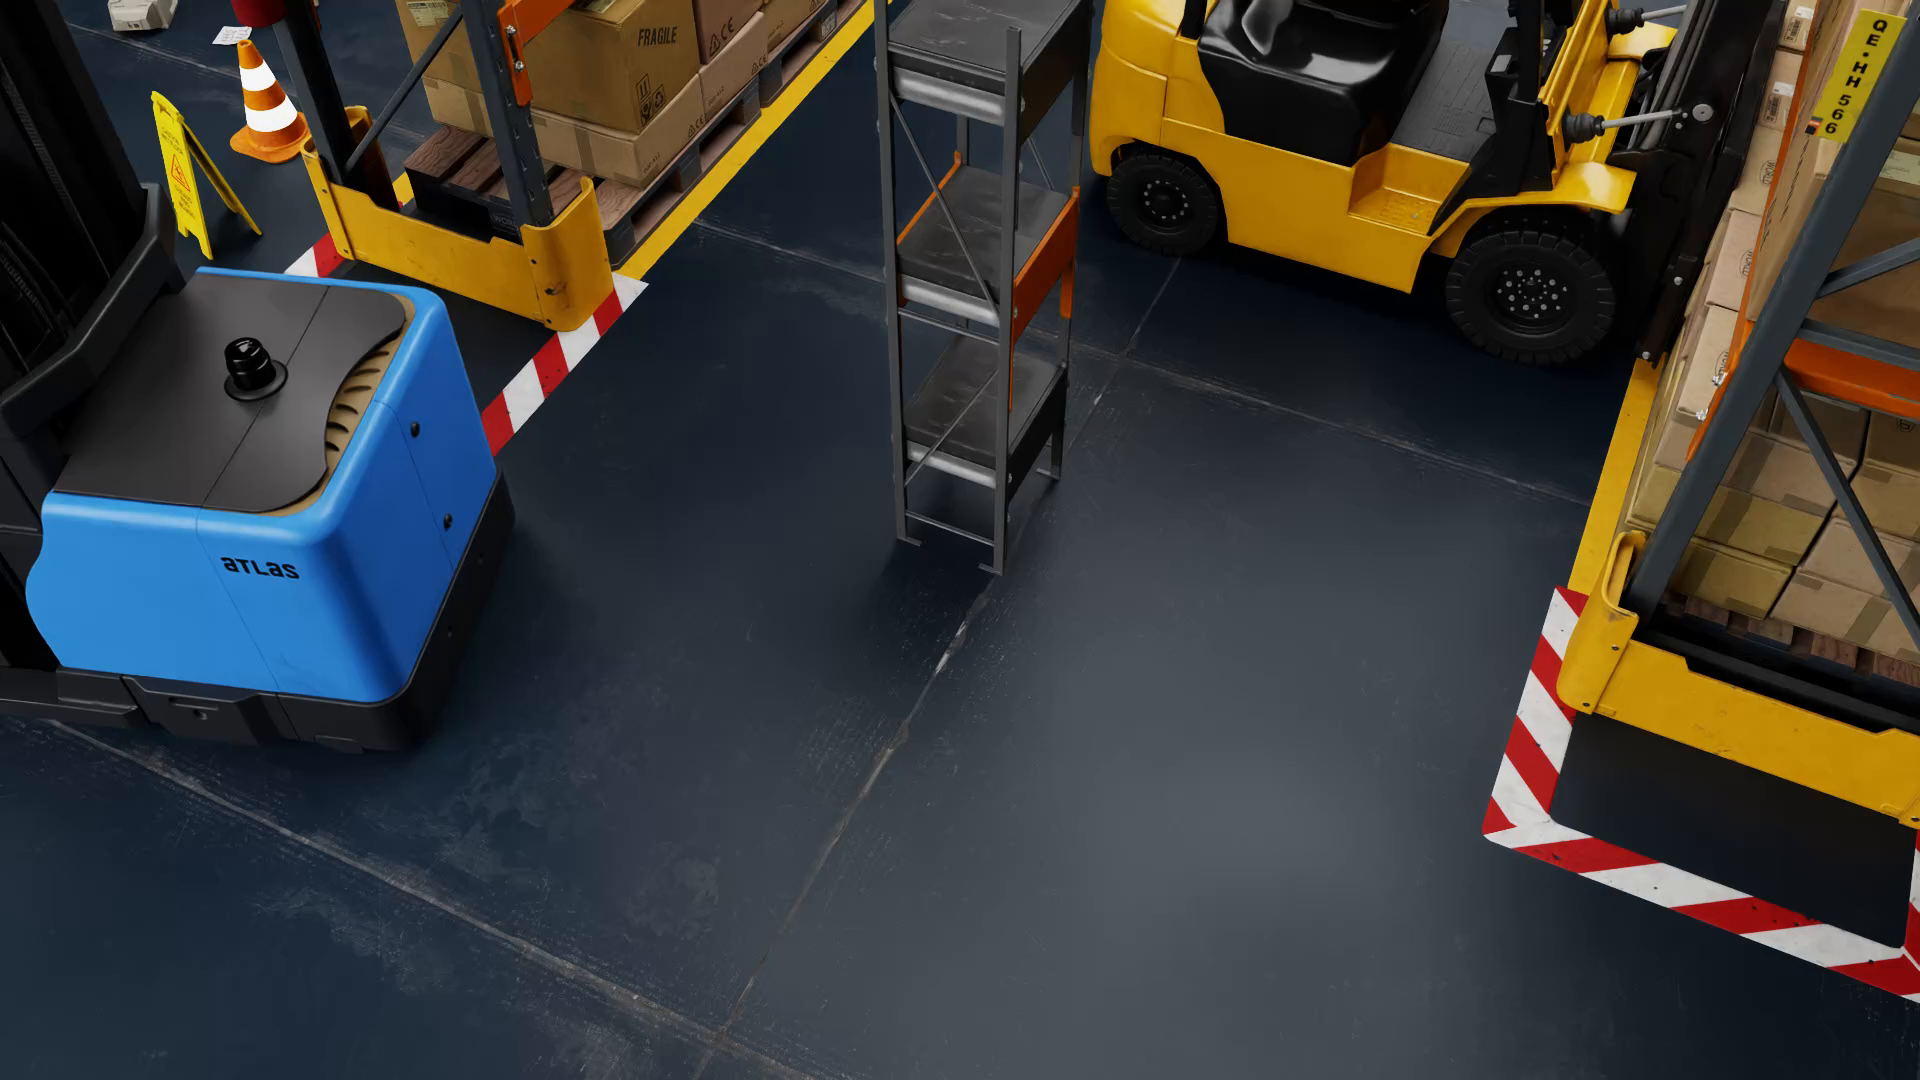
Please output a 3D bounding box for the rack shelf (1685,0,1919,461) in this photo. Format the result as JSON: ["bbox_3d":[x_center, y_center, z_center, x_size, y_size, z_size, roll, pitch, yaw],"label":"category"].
[{"bbox_3d":[3.358,-1.547,5.570,1.077,0.370,4.000,20,52,16],"label":"rack shelf"}]

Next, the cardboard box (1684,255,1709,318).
[{"bbox_3d":[2.855,-0.952,5.792,0.500,0.250,0.500,19,52,15],"label":"cardboard box"}]

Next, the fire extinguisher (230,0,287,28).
[{"bbox_3d":[-2.451,-2.062,5.586,0.296,0.674,0.183,20,52,16],"label":"fire extinguisher"}]

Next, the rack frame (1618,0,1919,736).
[{"bbox_3d":[2.504,-0.403,4.124,1.000,3.000,0.127,20,52,16],"label":"rack frame"}]

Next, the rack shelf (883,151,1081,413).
[{"bbox_3d":[0.071,-0.786,5.058,0.431,0.518,0.480,20,52,16],"label":"rack shelf"}]

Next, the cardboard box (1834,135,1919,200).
[{"bbox_3d":[2.399,-0.976,4.119,0.380,0.149,0.250,21,53,17],"label":"cardboard box"}]

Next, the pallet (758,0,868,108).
[{"bbox_3d":[-1.052,-2.550,7.781,1.003,0.211,1.213,20,52,16],"label":"pallet"}]

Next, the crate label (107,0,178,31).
[{"bbox_3d":[-3.837,-2.493,7.781,0.250,0.136,0.298,-4,50,-3],"label":"crate label"}]

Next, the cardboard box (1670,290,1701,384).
[{"bbox_3d":[2.653,-0.589,5.483,0.500,0.250,0.500,19,52,16],"label":"cardboard box"}]

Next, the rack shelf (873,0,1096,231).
[{"bbox_3d":[0.071,-1.239,4.525,0.431,0.518,0.480,20,52,16],"label":"rack shelf"}]

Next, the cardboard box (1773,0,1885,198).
[{"bbox_3d":[2.707,-1.214,4.748,0.500,0.500,0.500,21,53,17],"label":"cardboard box"}]

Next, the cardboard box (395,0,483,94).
[{"bbox_3d":[-1.879,-2.140,6.639,0.500,0.500,0.500,20,53,16],"label":"cardboard box"}]

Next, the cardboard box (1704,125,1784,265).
[{"bbox_3d":[2.838,-1.095,5.586,0.500,0.250,0.500,20,53,17],"label":"cardboard box"}]

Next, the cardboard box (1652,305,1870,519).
[{"bbox_3d":[2.419,-0.391,4.986,0.500,0.250,0.500,21,53,17],"label":"cardboard box"}]

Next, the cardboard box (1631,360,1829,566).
[{"bbox_3d":[2.429,-0.247,5.192,0.500,0.250,0.500,19,52,16],"label":"cardboard box"}]

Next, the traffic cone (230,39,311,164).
[{"bbox_3d":[-2.968,-1.910,7.071,0.336,0.463,0.334,20,52,16],"label":"traffic cone"}]

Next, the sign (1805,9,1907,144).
[{"bbox_3d":[2.019,-1.042,3.751,0.100,0.325,0.005,20,52,16],"label":"sign"}]

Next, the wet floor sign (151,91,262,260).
[{"bbox_3d":[-3.034,-1.470,6.577,0.232,0.644,0.267,-37,59,-27],"label":"wet floor sign"}]

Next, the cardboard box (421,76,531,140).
[{"bbox_3d":[-1.873,-1.922,6.945,0.500,0.250,0.500,20,52,16],"label":"cardboard box"}]

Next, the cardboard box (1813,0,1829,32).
[{"bbox_3d":[3.130,-1.917,5.346,0.500,0.500,0.500,20,53,16],"label":"cardboard box"}]

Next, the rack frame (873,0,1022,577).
[{"bbox_3d":[-0.034,-0.626,4.904,0.400,2.100,0.015,20,52,16],"label":"rack frame"}]

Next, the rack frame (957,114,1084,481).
[{"bbox_3d":[0.175,-0.962,5.190,0.400,2.100,0.015,20,52,16],"label":"rack frame"}]

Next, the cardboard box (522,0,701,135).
[{"bbox_3d":[-1.381,-1.986,6.508,0.500,0.500,0.500,18,52,15],"label":"cardboard box"}]

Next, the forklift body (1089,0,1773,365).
[{"bbox_3d":[1.664,-2.028,6.063,2.313,2.155,1.214,20,52,16],"label":"forklift body"}]

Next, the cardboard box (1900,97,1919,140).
[{"bbox_3d":[2.466,-1.058,3.994,0.380,0.149,0.250,20,52,16],"label":"cardboard box"}]

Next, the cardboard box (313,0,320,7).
[{"bbox_3d":[-3.252,-2.651,7.908,0.250,0.149,0.380,-28,55,-22],"label":"cardboard box"}]

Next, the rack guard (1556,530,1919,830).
[{"bbox_3d":[2.494,0.423,5.062,1.175,0.500,0.348,20,52,16],"label":"rack guard"}]

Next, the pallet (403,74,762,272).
[{"bbox_3d":[-1.574,-1.712,7.069,1.003,0.211,1.213,20,52,16],"label":"pallet"}]

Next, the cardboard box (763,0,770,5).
[{"bbox_3d":[-0.940,-2.690,7.107,0.500,0.500,0.500,21,53,17],"label":"cardboard box"}]

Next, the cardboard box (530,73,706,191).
[{"bbox_3d":[-1.391,-1.726,6.779,0.500,0.250,0.500,19,52,16],"label":"cardboard box"}]

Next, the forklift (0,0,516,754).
[{"bbox_3d":[-3.085,-0.800,4.506,3.031,2.935,1.130,6,50,5],"label":"forklift"}]

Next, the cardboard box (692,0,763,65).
[{"bbox_3d":[-1.162,-2.347,6.815,0.500,0.500,0.500,18,52,15],"label":"cardboard box"}]

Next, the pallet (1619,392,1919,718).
[{"bbox_3d":[2.793,-0.040,5.645,1.003,0.211,1.213,20,52,16],"label":"pallet"}]

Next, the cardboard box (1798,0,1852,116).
[{"bbox_3d":[2.925,-1.567,5.048,0.500,0.500,0.500,19,52,15],"label":"cardboard box"}]

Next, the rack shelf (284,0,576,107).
[{"bbox_3d":[-1.131,-3.160,6.942,1.077,0.370,4.000,20,52,16],"label":"rack shelf"}]

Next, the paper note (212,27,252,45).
[{"bbox_3d":[-3.382,-2.352,7.731,0.148,0.019,0.142,4,50,3],"label":"paper note"}]

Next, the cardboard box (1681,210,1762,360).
[{"bbox_3d":[2.631,-0.745,5.287,0.500,0.250,0.500,21,53,17],"label":"cardboard box"}]

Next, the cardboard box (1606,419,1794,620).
[{"bbox_3d":[2.419,-0.075,5.374,0.500,0.250,0.500,20,53,16],"label":"cardboard box"}]

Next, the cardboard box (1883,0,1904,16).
[{"bbox_3d":[2.631,-1.427,4.307,0.380,0.149,0.250,21,53,17],"label":"cardboard box"}]

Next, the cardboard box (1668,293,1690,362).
[{"bbox_3d":[2.862,-0.756,5.953,0.500,0.250,0.500,20,53,16],"label":"cardboard box"}]

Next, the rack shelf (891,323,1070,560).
[{"bbox_3d":[0.071,-0.332,5.591,0.431,0.518,0.480,20,52,16],"label":"rack shelf"}]

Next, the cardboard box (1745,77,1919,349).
[{"bbox_3d":[2.477,-0.860,4.447,0.500,0.500,0.500,19,52,15],"label":"cardboard box"}]

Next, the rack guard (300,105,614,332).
[{"bbox_3d":[-1.953,-1.258,6.492,1.175,0.500,0.348,20,52,16],"label":"rack guard"}]

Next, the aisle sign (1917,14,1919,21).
[{"bbox_3d":[2.210,-1.296,3.176,0.394,0.787,0.004,20,52,16],"label":"aisle sign"}]

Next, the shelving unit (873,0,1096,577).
[{"bbox_3d":[0.071,-0.794,5.047,0.431,2.100,0.503,20,52,16],"label":"shelving unit"}]

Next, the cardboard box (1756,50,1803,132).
[{"bbox_3d":[3.061,-1.442,5.880,0.500,0.250,0.500,19,52,15],"label":"cardboard box"}]

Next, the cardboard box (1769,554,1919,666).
[{"bbox_3d":[2.890,0.077,5.245,0.500,0.250,0.500,20,52,16],"label":"cardboard box"}]

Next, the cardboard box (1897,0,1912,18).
[{"bbox_3d":[2.544,-1.238,4.147,0.380,0.149,0.250,20,52,16],"label":"cardboard box"}]

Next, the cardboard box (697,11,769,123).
[{"bbox_3d":[-1.166,-2.075,7.076,0.500,0.250,0.500,22,53,17],"label":"cardboard box"}]

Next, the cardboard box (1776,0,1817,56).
[{"bbox_3d":[3.293,-1.801,6.186,0.500,0.250,0.500,21,53,17],"label":"cardboard box"}]

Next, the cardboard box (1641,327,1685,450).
[{"bbox_3d":[2.640,-0.414,5.663,0.500,0.250,0.500,20,52,16],"label":"cardboard box"}]

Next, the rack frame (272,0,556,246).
[{"bbox_3d":[-1.986,-2.016,5.496,1.000,3.000,0.127,20,52,16],"label":"rack frame"}]

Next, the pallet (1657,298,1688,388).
[{"bbox_3d":[3.315,-0.877,6.358,1.003,0.211,1.213,20,52,16],"label":"pallet"}]

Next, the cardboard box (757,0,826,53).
[{"bbox_3d":[-0.944,-2.455,7.399,0.500,0.250,0.500,23,53,18],"label":"cardboard box"}]

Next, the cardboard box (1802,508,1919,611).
[{"bbox_3d":[2.893,-0.067,5.039,0.500,0.250,0.500,21,53,17],"label":"cardboard box"}]

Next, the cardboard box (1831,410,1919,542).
[{"bbox_3d":[2.880,-0.242,4.859,0.500,0.250,0.500,19,52,16],"label":"cardboard box"}]
